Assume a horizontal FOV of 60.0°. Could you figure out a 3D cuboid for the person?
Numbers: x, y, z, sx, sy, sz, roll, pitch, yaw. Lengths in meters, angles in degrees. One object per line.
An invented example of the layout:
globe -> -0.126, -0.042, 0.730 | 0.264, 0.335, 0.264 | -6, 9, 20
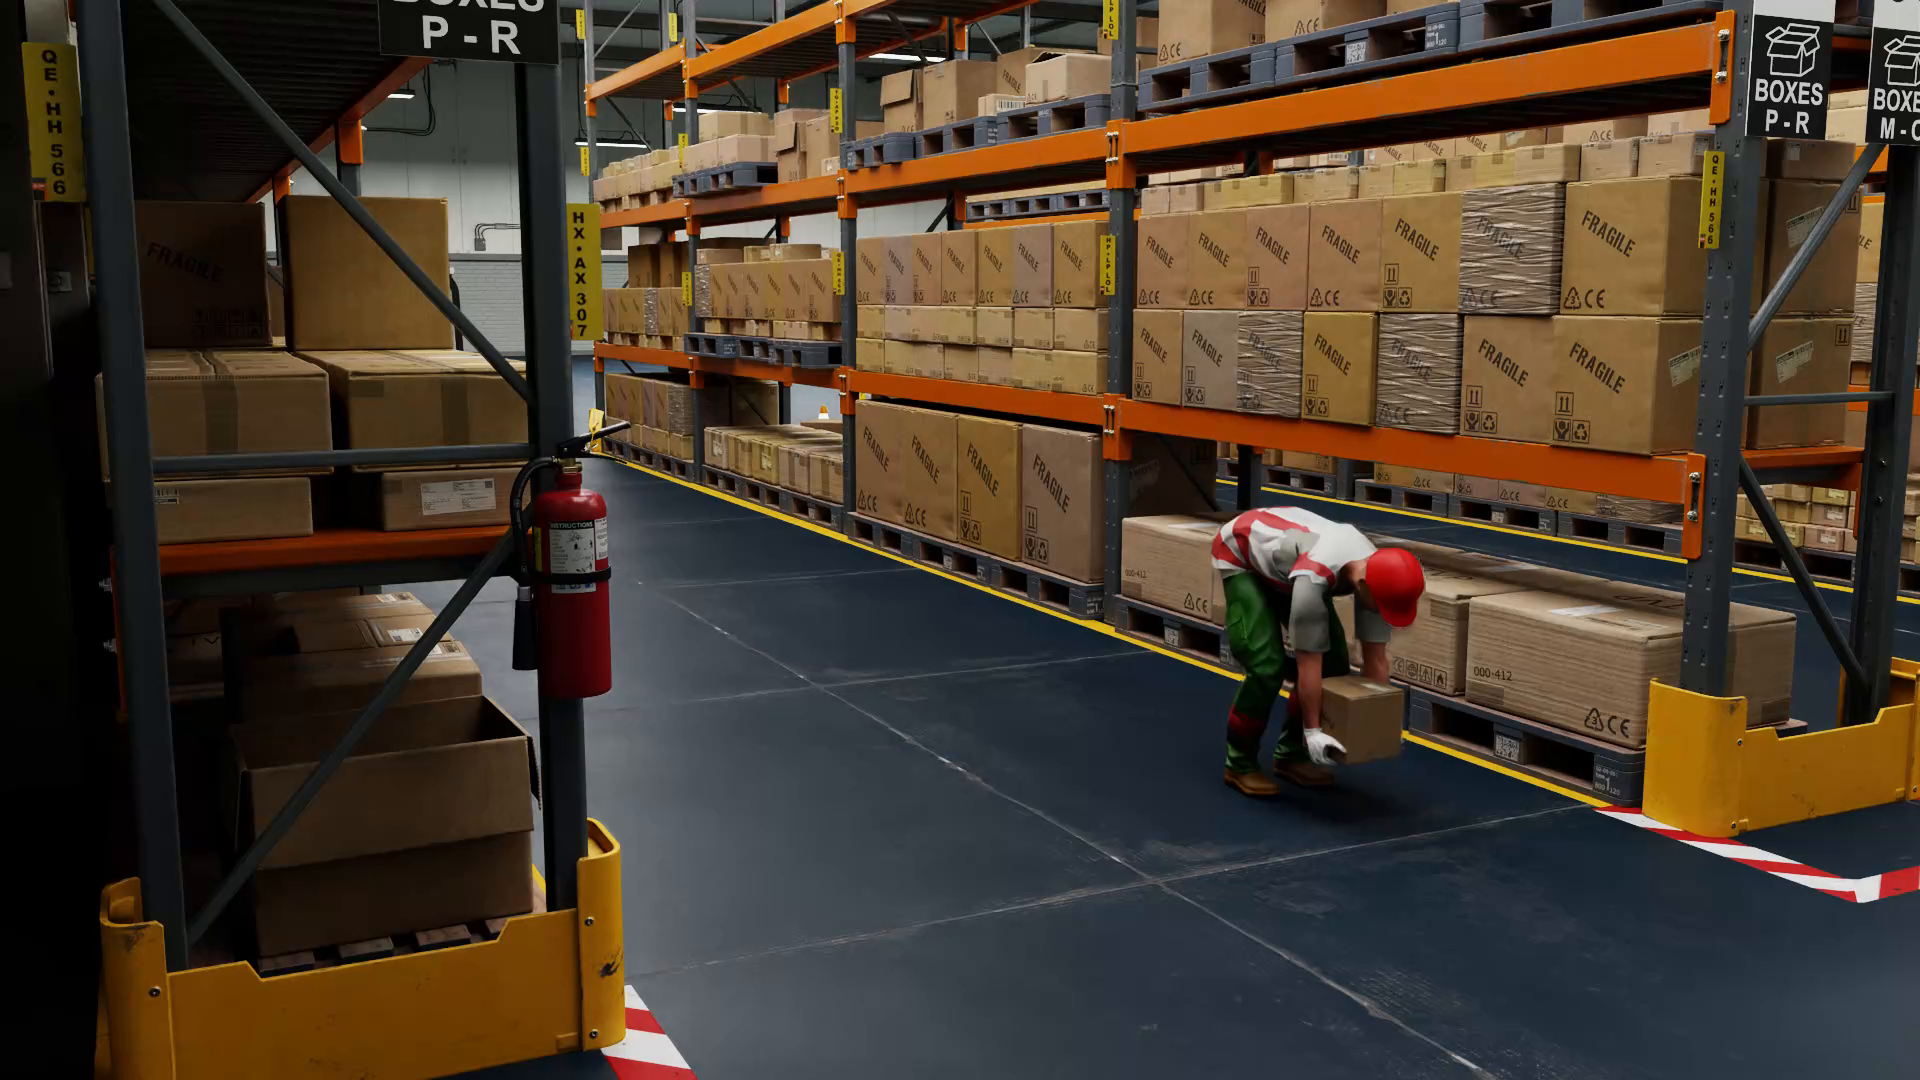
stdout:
person -> 1.333, 0.440, 6.174 | 0.511, 1.083, 0.965 | -5, 10, -30
